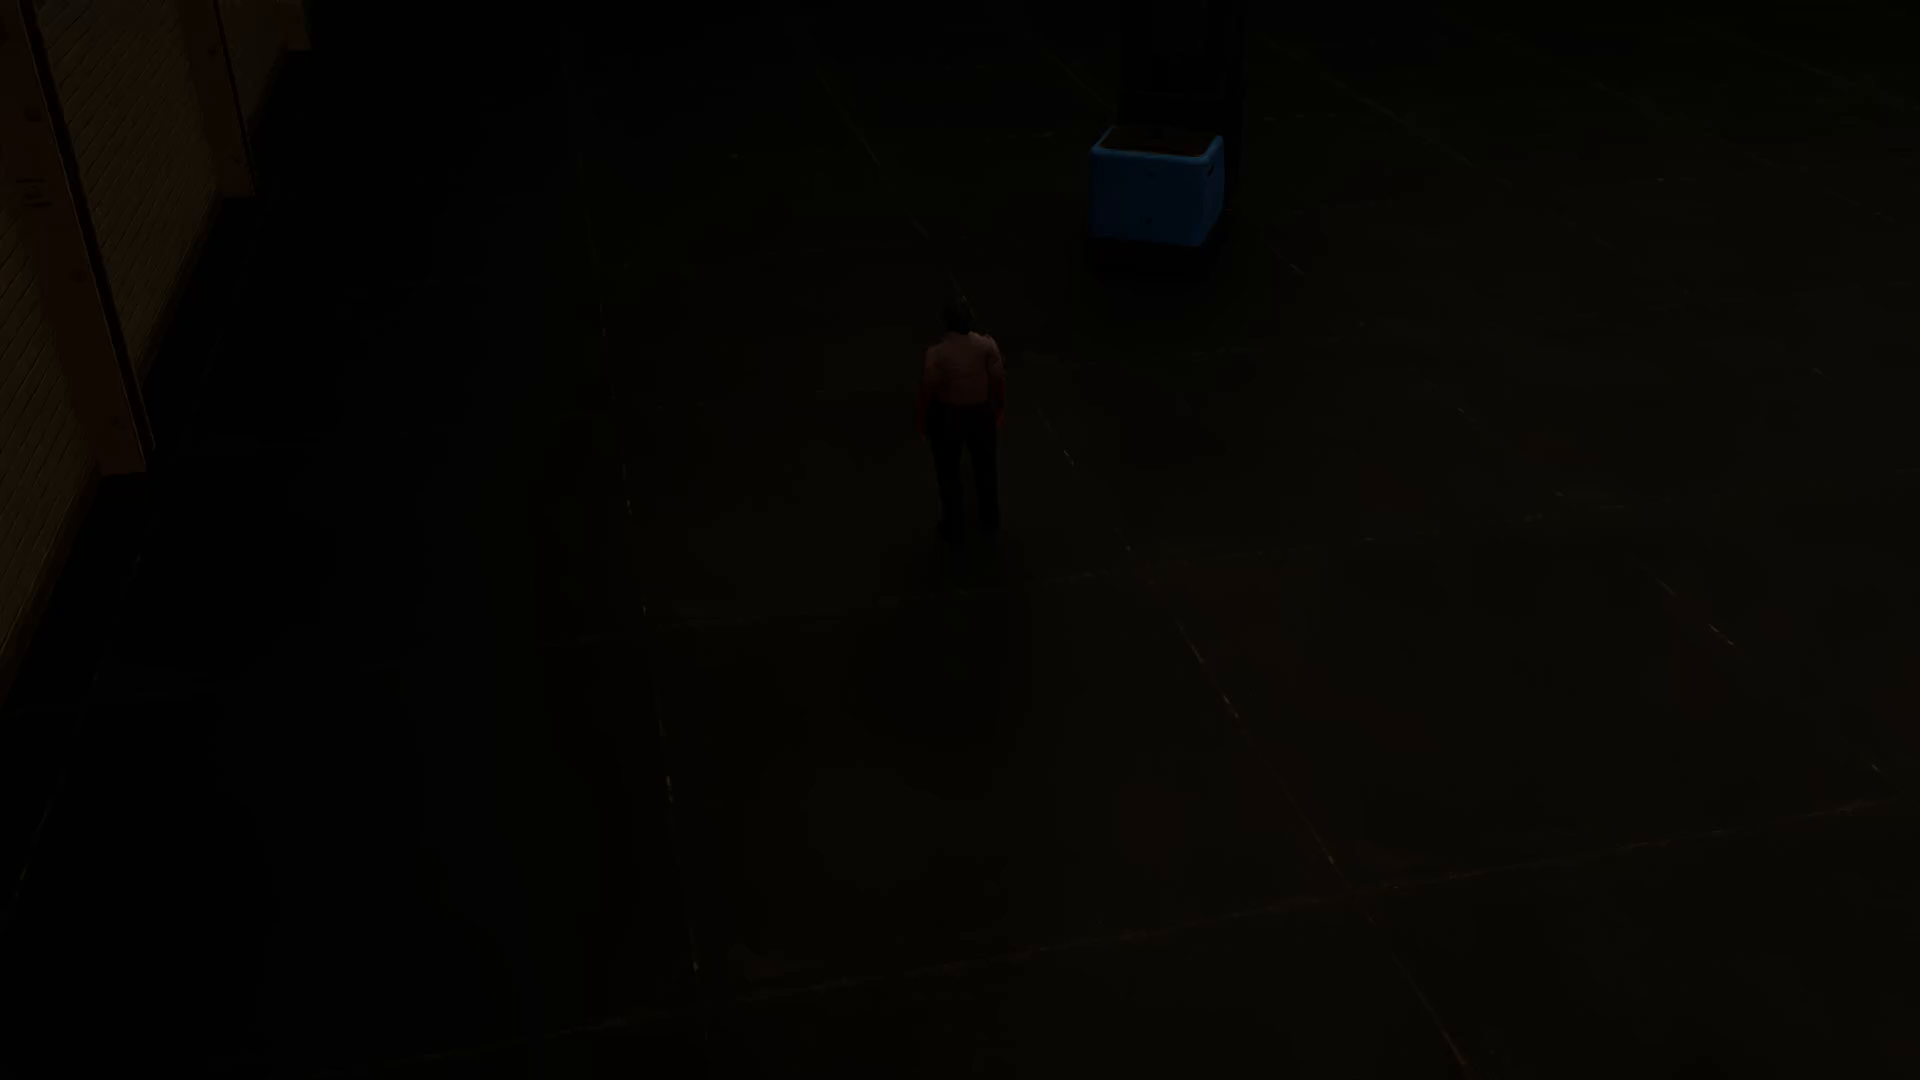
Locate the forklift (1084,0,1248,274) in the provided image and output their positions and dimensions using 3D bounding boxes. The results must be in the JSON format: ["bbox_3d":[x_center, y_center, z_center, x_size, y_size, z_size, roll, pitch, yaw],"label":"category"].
[{"bbox_3d":[2.035,-4.286,14.979,1.130,2.935,3.031,9,31,16],"label":"forklift"}]

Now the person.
[{"bbox_3d":[0.001,-0.766,10.164,0.599,1.650,0.502,-7,31,-12],"label":"person"}]
